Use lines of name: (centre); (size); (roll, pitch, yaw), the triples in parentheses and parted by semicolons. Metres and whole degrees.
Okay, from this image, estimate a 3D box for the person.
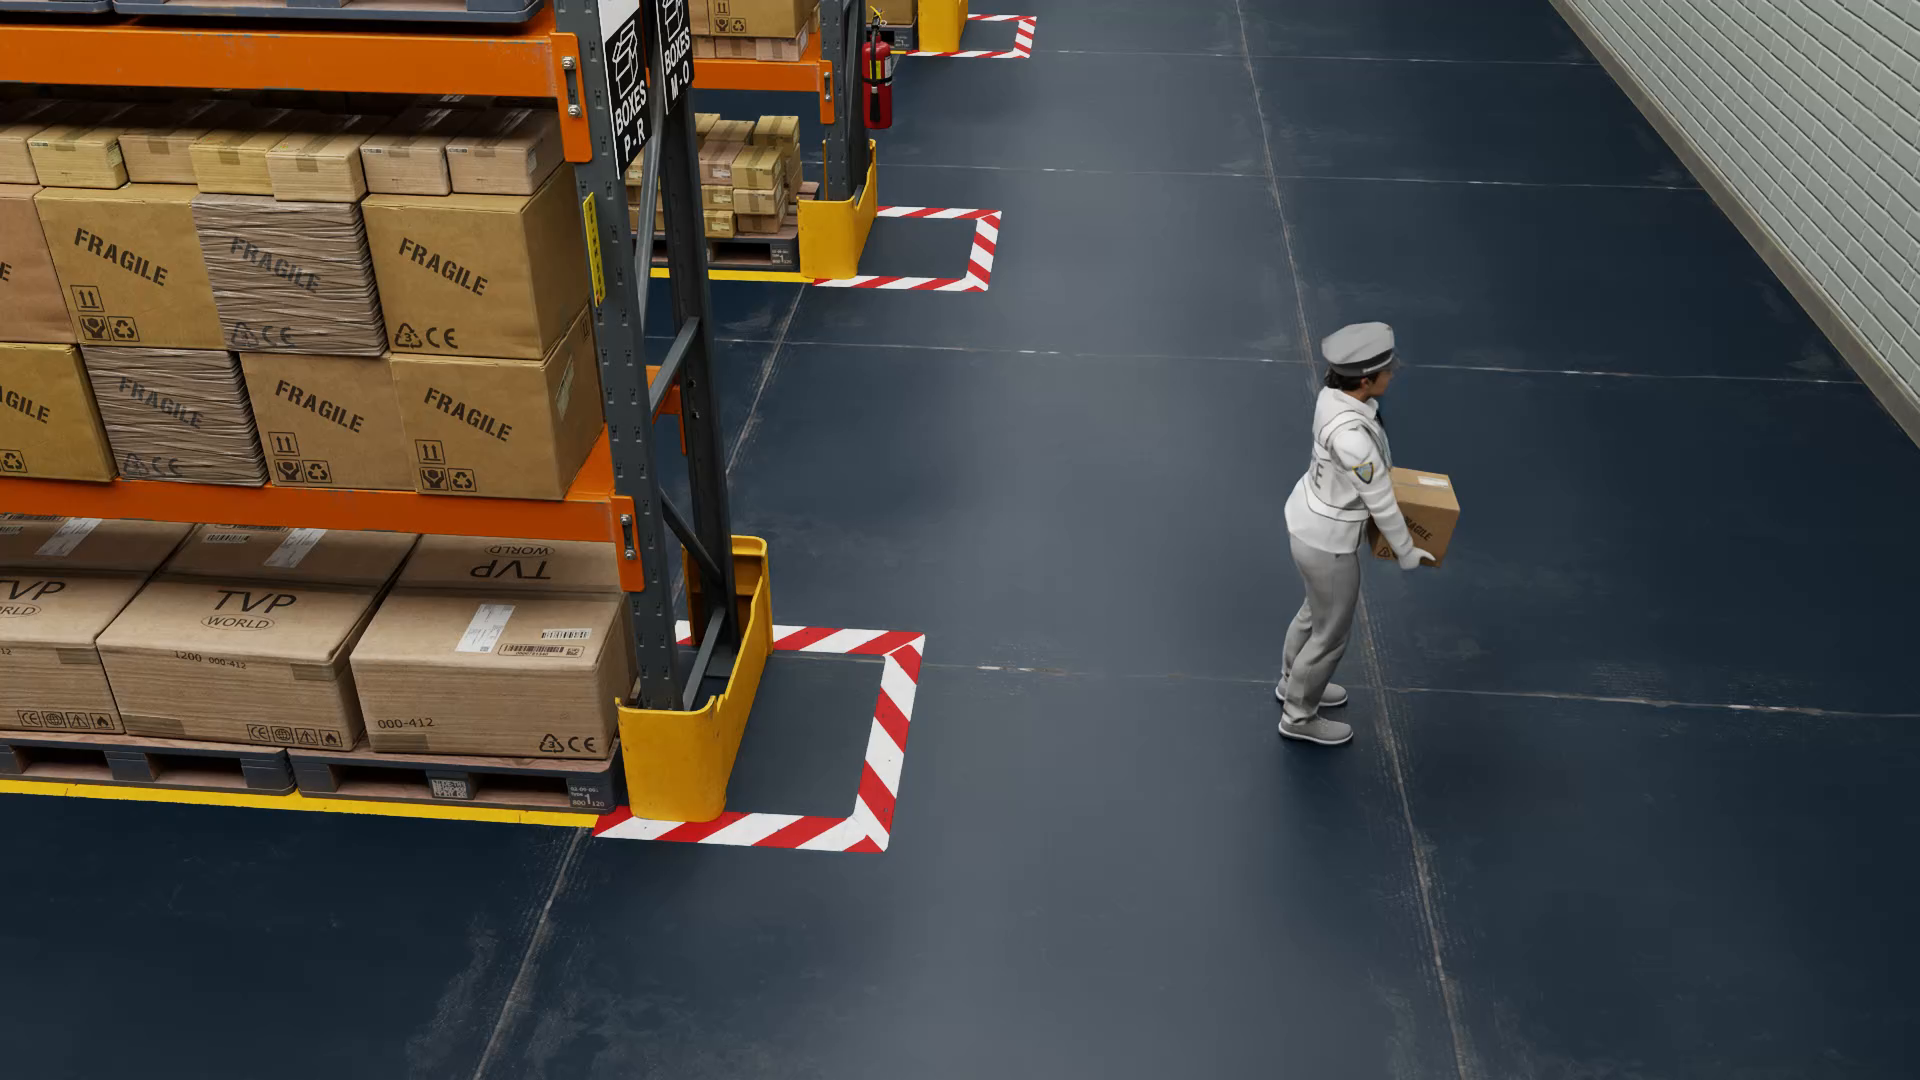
person: (1.461, -0.012, 6.144); (0.530, 1.684, 0.416); (2, 32, 3)
